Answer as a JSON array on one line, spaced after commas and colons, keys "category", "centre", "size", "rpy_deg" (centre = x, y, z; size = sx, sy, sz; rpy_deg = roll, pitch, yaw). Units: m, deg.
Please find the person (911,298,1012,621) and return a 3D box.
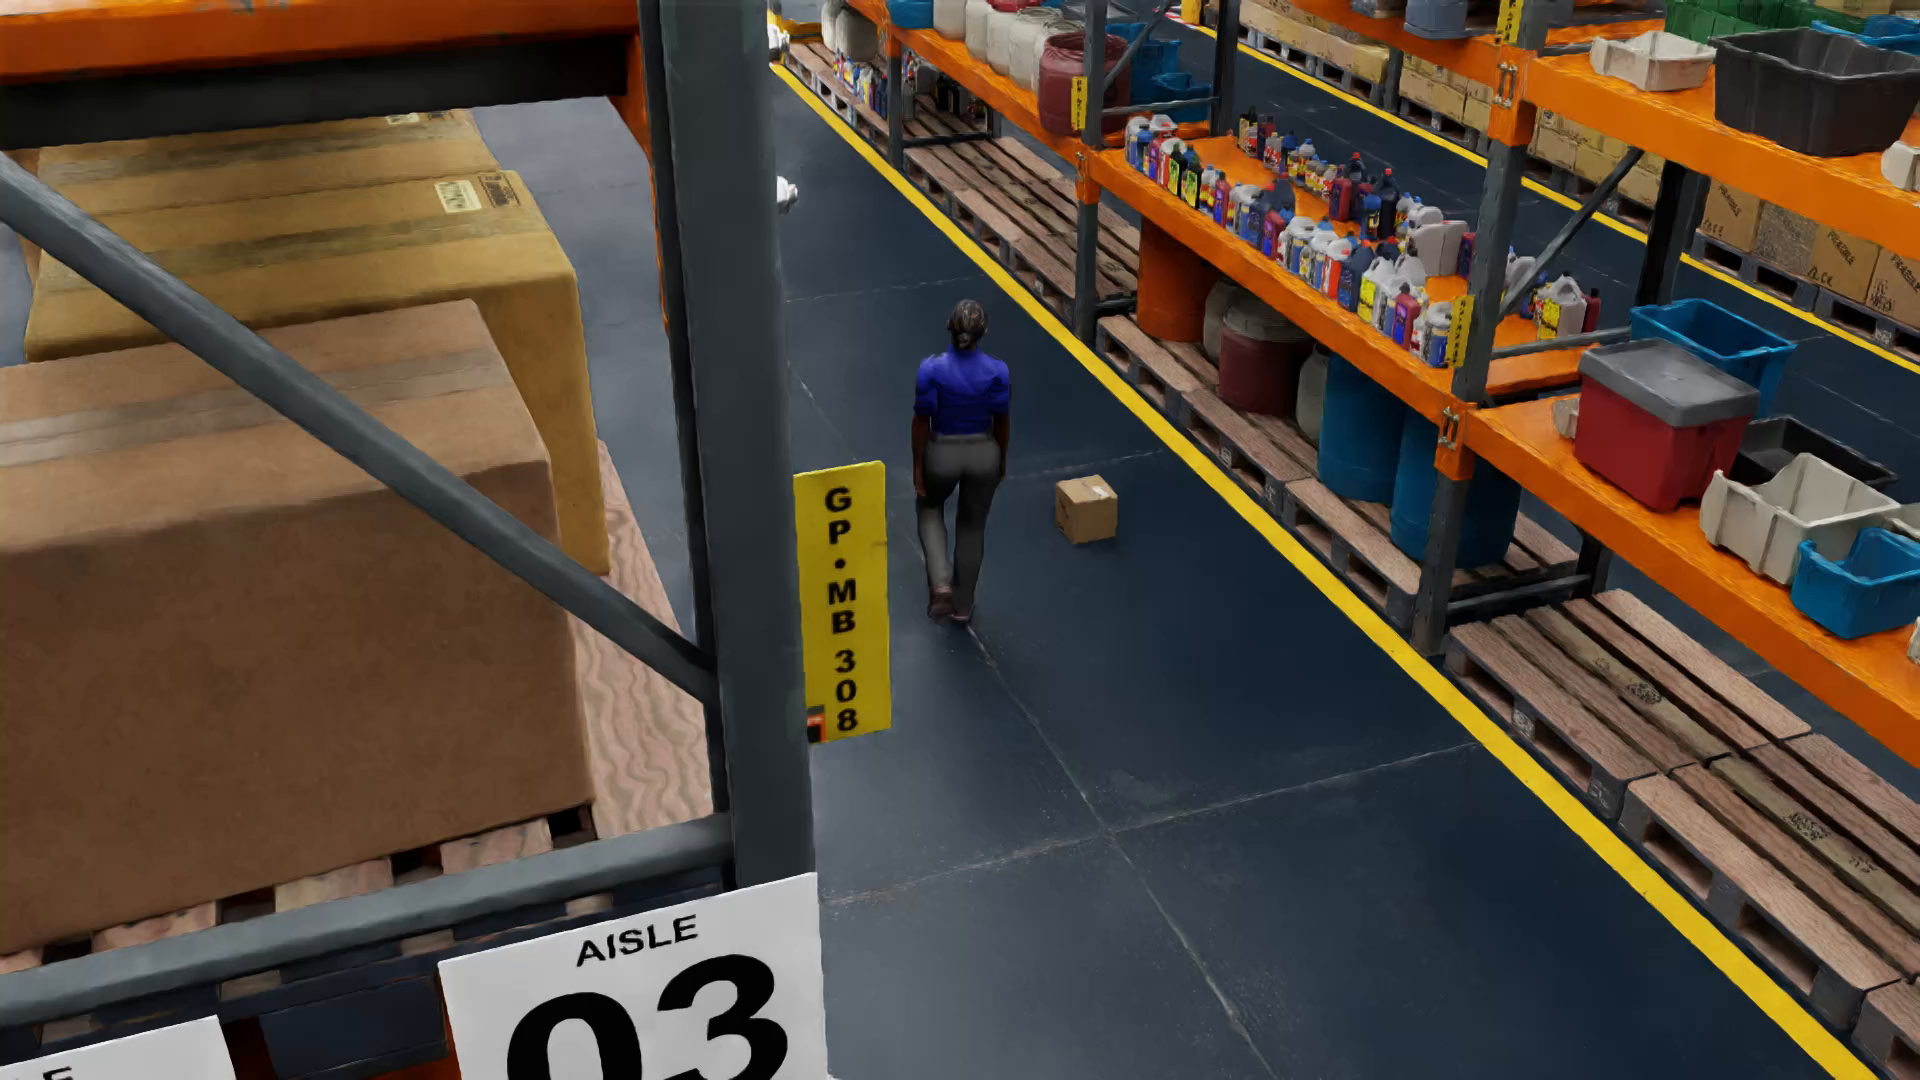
[{"category": "person", "centre": [0.002, -0.360, 7.721], "size": [0.455, 1.655, 0.460], "rpy_deg": [-1, 30, -2]}]
